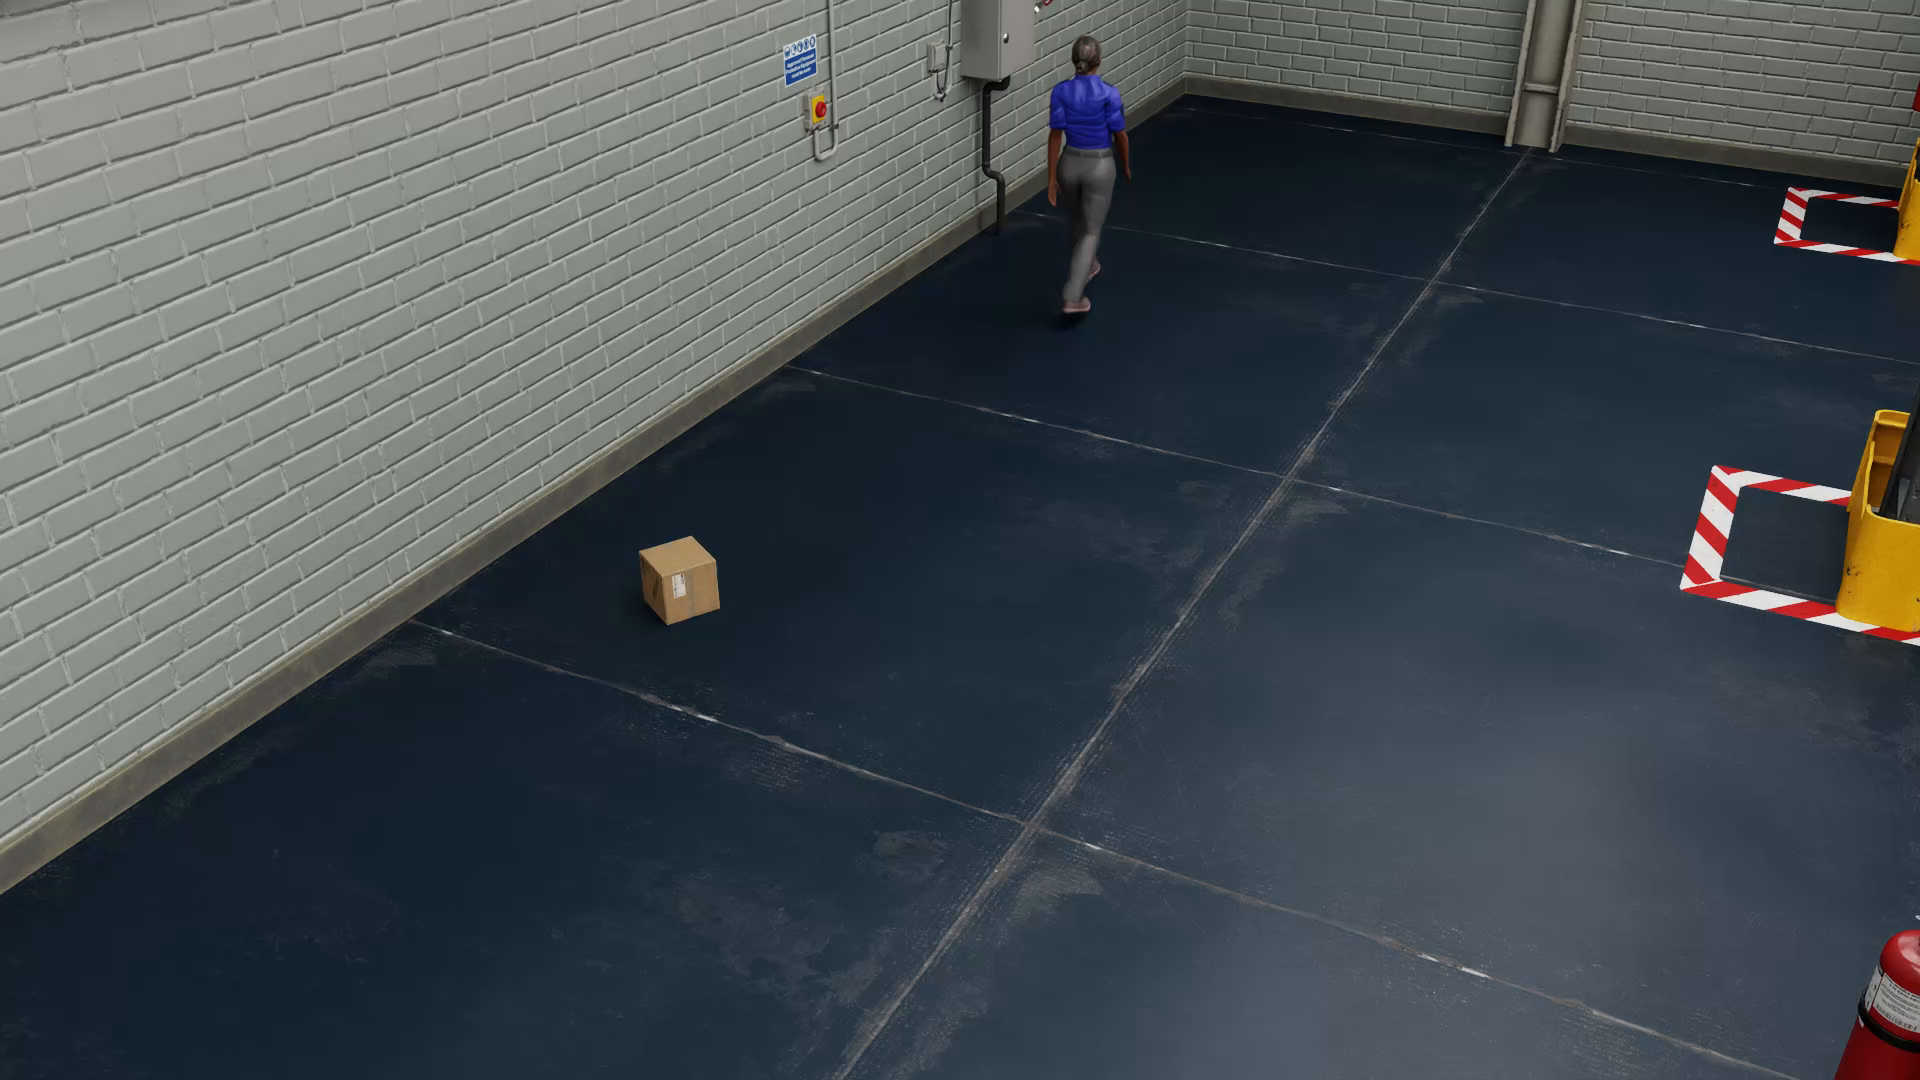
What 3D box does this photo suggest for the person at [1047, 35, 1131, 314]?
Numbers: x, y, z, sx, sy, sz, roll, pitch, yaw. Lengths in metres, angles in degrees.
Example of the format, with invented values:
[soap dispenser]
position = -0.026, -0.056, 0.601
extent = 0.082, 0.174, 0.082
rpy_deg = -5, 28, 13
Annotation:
[person]
position = 0.772, -2.202, 9.903
extent = 0.450, 1.599, 0.967
rpy_deg = 13, 33, 21
